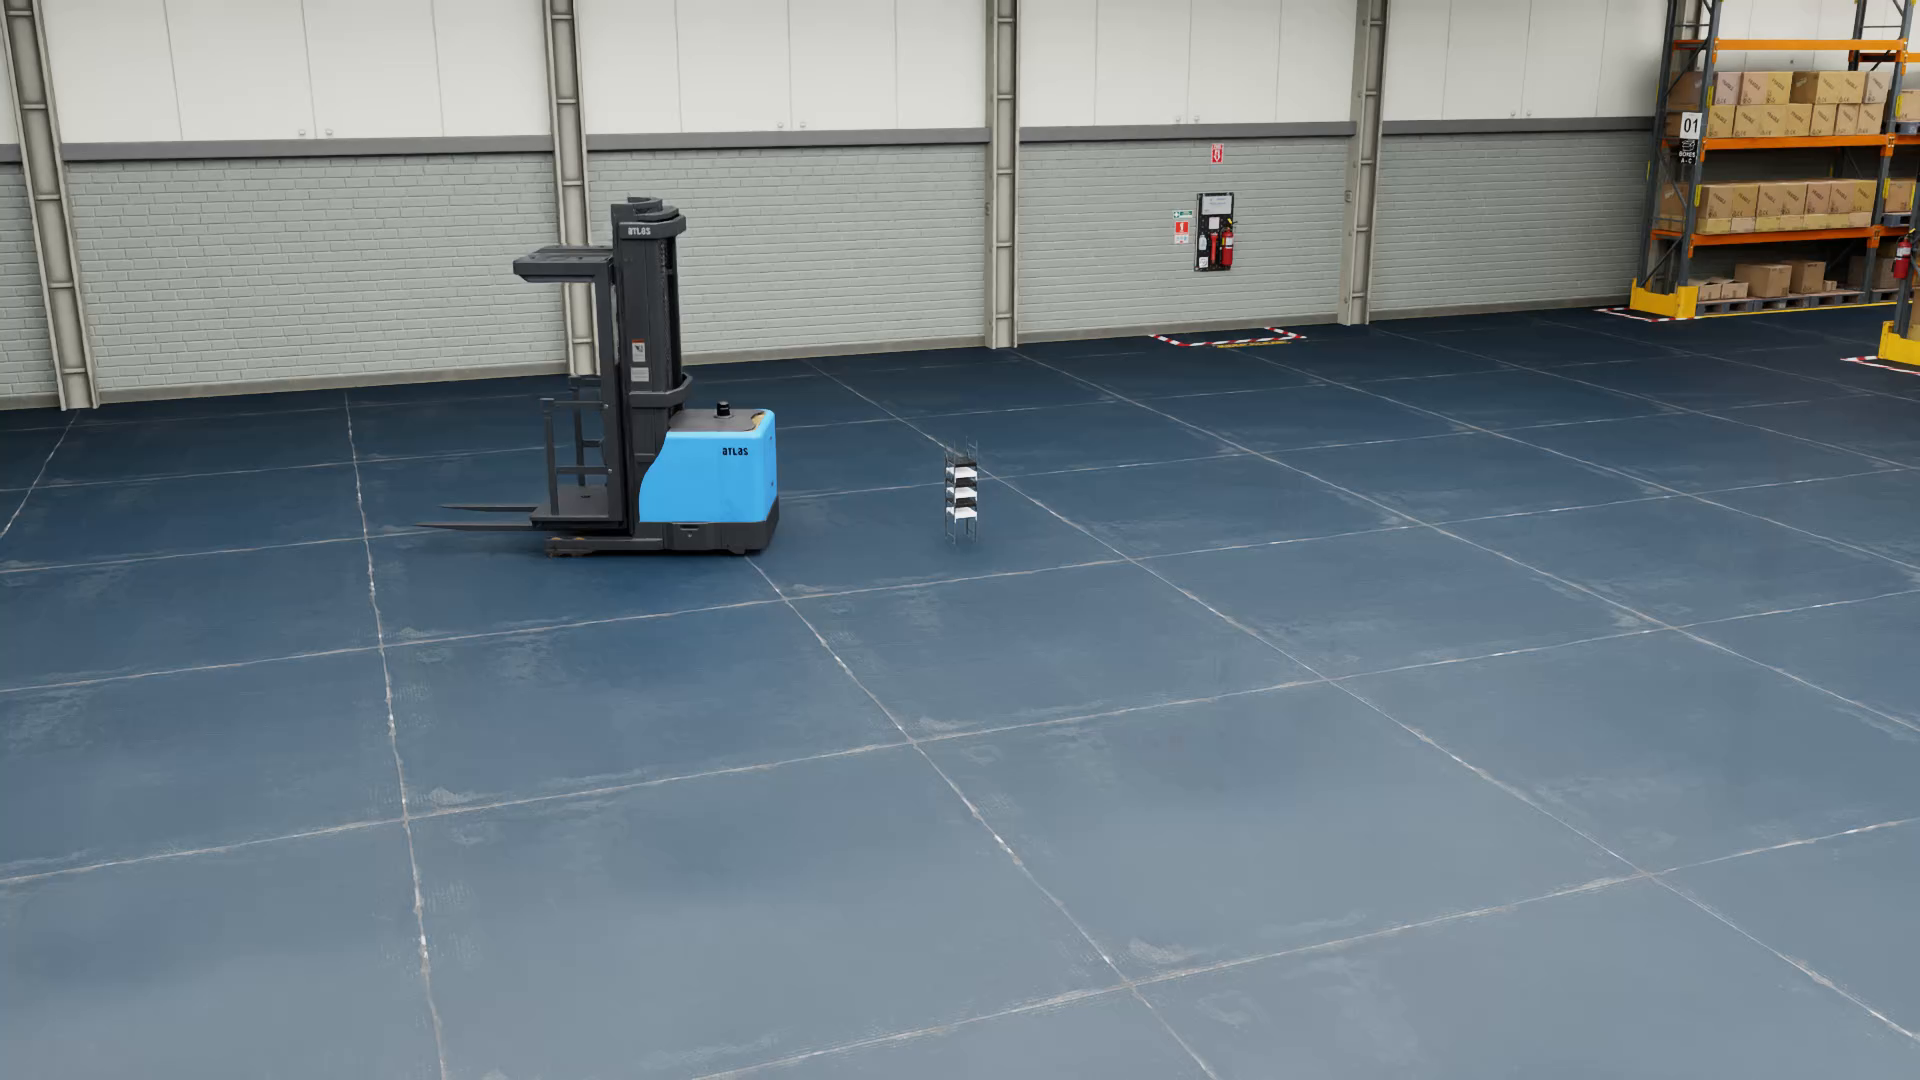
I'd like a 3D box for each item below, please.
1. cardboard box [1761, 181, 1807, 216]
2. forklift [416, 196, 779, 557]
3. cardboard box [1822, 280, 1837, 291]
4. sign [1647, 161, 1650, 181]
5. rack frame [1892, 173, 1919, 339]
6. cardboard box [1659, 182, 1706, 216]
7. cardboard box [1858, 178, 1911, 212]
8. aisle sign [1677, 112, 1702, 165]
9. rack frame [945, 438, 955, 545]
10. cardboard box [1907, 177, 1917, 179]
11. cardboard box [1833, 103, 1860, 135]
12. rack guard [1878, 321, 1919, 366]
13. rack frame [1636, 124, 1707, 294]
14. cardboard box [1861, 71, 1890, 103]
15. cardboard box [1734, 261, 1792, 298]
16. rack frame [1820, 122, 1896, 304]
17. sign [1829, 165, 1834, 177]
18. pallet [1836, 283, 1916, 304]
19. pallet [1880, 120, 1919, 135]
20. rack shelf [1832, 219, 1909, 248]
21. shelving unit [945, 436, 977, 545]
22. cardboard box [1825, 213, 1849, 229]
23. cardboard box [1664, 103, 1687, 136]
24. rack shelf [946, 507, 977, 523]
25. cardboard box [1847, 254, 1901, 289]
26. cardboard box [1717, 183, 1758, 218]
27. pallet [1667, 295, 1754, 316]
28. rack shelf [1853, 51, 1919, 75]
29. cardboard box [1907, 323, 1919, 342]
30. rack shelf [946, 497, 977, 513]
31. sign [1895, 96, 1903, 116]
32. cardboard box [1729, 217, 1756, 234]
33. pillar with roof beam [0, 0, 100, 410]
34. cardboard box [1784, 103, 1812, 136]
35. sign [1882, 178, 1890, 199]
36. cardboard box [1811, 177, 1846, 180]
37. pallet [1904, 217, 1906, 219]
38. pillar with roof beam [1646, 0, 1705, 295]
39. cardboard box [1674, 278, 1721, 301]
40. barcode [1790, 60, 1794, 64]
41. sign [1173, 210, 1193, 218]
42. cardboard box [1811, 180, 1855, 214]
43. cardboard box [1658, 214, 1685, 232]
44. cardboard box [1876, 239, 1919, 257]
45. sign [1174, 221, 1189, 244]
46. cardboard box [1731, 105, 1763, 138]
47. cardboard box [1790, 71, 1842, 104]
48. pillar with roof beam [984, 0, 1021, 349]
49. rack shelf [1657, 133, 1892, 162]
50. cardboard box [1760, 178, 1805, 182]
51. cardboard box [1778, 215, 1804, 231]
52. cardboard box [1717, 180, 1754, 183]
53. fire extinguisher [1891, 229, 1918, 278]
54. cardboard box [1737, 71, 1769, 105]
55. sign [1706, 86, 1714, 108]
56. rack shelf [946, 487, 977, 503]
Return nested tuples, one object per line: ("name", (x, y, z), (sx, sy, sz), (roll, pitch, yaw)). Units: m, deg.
("cardboard box", (13.436, -5.587, 27.200), (0.500, 0.500, 0.500), (-6, 17, -18))
("forklift", (-3.147, -1.410, 14.197), (3.031, 2.935, 1.130), (0, 16, 1))
("cardboard box", (14.702, -4.361, 28.373), (0.250, 0.166, 0.380), (-9, 18, -27))
("sign", (11.276, -6.023, 27.169), (0.005, 0.325, 0.100), (-6, 17, -20))
("rack frame", (13.231, -3.865, 22.436), (0.127, 3.000, 1.000), (-6, 17, -20))
("cardboard box", (11.820, -5.569, 27.138), (0.500, 0.500, 0.500), (-6, 18, -21))
("cardboard box", (15.678, -5.873, 28.314), (0.500, 0.500, 0.700), (-6, 17, -20))
("aisle sign", (11.496, -6.329, 26.213), (0.004, 0.787, 0.394), (-6, 17, -20))
("rack frame", (-0.087, -0.422, 14.439), (0.006, 0.900, 0.240), (-6, 17, -20))
("cardboard box", (16.806, -6.002, 28.754), (0.500, 0.500, 0.700), (-4, 17, -12))
("cardboard box", (14.331, -6.904, 27.249), (0.500, 0.500, 0.500), (-8, 18, -25))
("rack guard", (13.209, -2.663, 22.780), (0.348, 0.500, 1.175), (-6, 17, -20))
("rack frame", (11.455, -5.168, 26.873), (0.127, 3.000, 1.000), (-6, 17, -20))
("cardboard box", (14.820, -7.426, 27.251), (0.500, 0.500, 0.500), (-8, 18, -25))
("cardboard box", (13.369, -4.344, 27.723), (0.500, 0.500, 0.700), (-7, 18, -24))
("rack frame", (15.191, -5.571, 28.246), (0.127, 3.000, 1.000), (-6, 17, -20))
("sign", (14.989, -6.272, 28.579), (0.005, 0.325, 0.100), (-6, 17, -20))
("pallet", (15.917, -4.312, 28.907), (1.213, 0.211, 1.003), (-6, 17, -20))
("pallet", (15.805, -6.954, 27.966), (1.003, 0.211, 1.213), (-6, 17, -20))
("rack shelf", (17.058, -5.428, 29.034), (4.000, 0.370, 1.077), (-6, 17, -20))
("shelving unit", (0.008, -0.433, 14.474), (0.210, 0.900, 0.258), (-6, 17, -20))
("cardboard box", (14.389, -5.333, 27.666), (0.500, 0.250, 0.500), (-6, 17, -20))
("cardboard box", (11.755, -6.773, 26.803), (0.500, 0.500, 0.500), (-5, 17, -16))
("rack shelf", (0.008, -0.228, 14.534), (0.200, 0.077, 0.258), (-6, 17, -20))
("cardboard box", (15.872, -4.661, 28.804), (0.500, 0.500, 0.700), (-6, 17, -18))
("cardboard box", (12.474, -5.482, 26.841), (0.500, 0.500, 0.500), (-6, 17, -20))
("pallet", (12.298, -3.910, 27.539), (1.213, 0.211, 1.003), (-6, 17, -20))
("rack shelf", (17.058, -8.114, 28.245), (4.000, 0.370, 1.077), (-6, 17, -20))
("cardboard box", (13.627, -2.879, 23.213), (0.500, 0.250, 0.500), (-6, 17, -20))
("rack shelf", (0.008, -0.314, 14.509), (0.200, 0.077, 0.258), (-6, 17, -20))
("sign", (15.392, -7.116, 27.267), (0.005, 0.325, 0.100), (-6, 17, -20))
("cardboard box", (12.505, -5.127, 26.965), (0.500, 0.250, 0.500), (-7, 18, -22))
("pillar with roof beam", (-9.071, -4.792, 14.946), (0.400, 9.000, 9.100), (-6, 17, -20))
("cardboard box", (13.348, -6.790, 26.861), (0.500, 0.500, 0.500), (-5, 17, -17))
("sign", (15.392, -5.844, 27.640), (0.005, 0.325, 0.100), (-6, 17, -20))
("cardboard box", (14.677, -5.876, 28.184), (0.500, 0.500, 0.500), (-7, 18, -21))
("pallet", (17.092, -5.672, 28.930), (1.213, 0.211, 1.003), (-6, 17, -20))
("pillar with roof beam", (13.340, -7.212, 23.186), (0.400, 9.000, 9.100), (-6, 17, -20))
("cardboard box", (12.134, -4.135, 27.346), (0.500, 0.311, 0.500), (-8, 18, -26))
("barcode", (13.739, -7.895, 27.464), (0.075, 0.075, 0.001), (-6, 17, -20))
("sign", (3.330, -4.863, 24.830), (0.331, 0.109, 0.001), (-6, 17, -20))
("cardboard box", (14.396, -5.688, 27.543), (0.500, 0.500, 0.500), (-6, 17, -20))
("cardboard box", (11.823, -5.204, 27.225), (0.500, 0.250, 0.500), (-6, 17, -19))
("cardboard box", (16.282, -5.067, 28.852), (0.500, 0.250, 0.500), (-7, 18, -21))
("sign", (3.322, -4.610, 24.911), (0.234, 0.329, 0.001), (-6, 17, -20))
("cardboard box", (12.371, -6.677, 26.476), (0.500, 0.500, 0.500), (-5, 17, -16))
("cardboard box", (13.828, -7.312, 26.864), (0.500, 0.500, 0.500), (-7, 18, -22))
("pillar with roof beam", (2.135, -6.002, 19.066), (0.400, 9.000, 9.100), (-6, 17, -20))
("rack shelf", (13.323, -6.464, 27.238), (4.000, 0.370, 1.077), (-6, 17, -20))
("cardboard box", (13.725, -5.776, 27.844), (0.500, 0.500, 0.500), (-6, 17, -19))
("cardboard box", (13.455, -5.227, 27.306), (0.500, 0.250, 0.500), (-6, 17, -20))
("cardboard box", (12.774, -5.670, 27.483), (0.500, 0.500, 0.500), (-7, 18, -22))
("fire extinguisher", (12.955, -3.938, 22.822), (0.183, 0.674, 0.296), (-6, 17, -20))
("cardboard box", (12.389, -7.157, 26.334), (0.500, 0.500, 0.500), (-6, 18, -21))
("sign", (11.650, -6.884, 25.841), (0.005, 0.325, 0.100), (-6, 17, -20))
("rack shelf", (0.008, -0.401, 14.484), (0.200, 0.077, 0.258), (-6, 17, -20))
